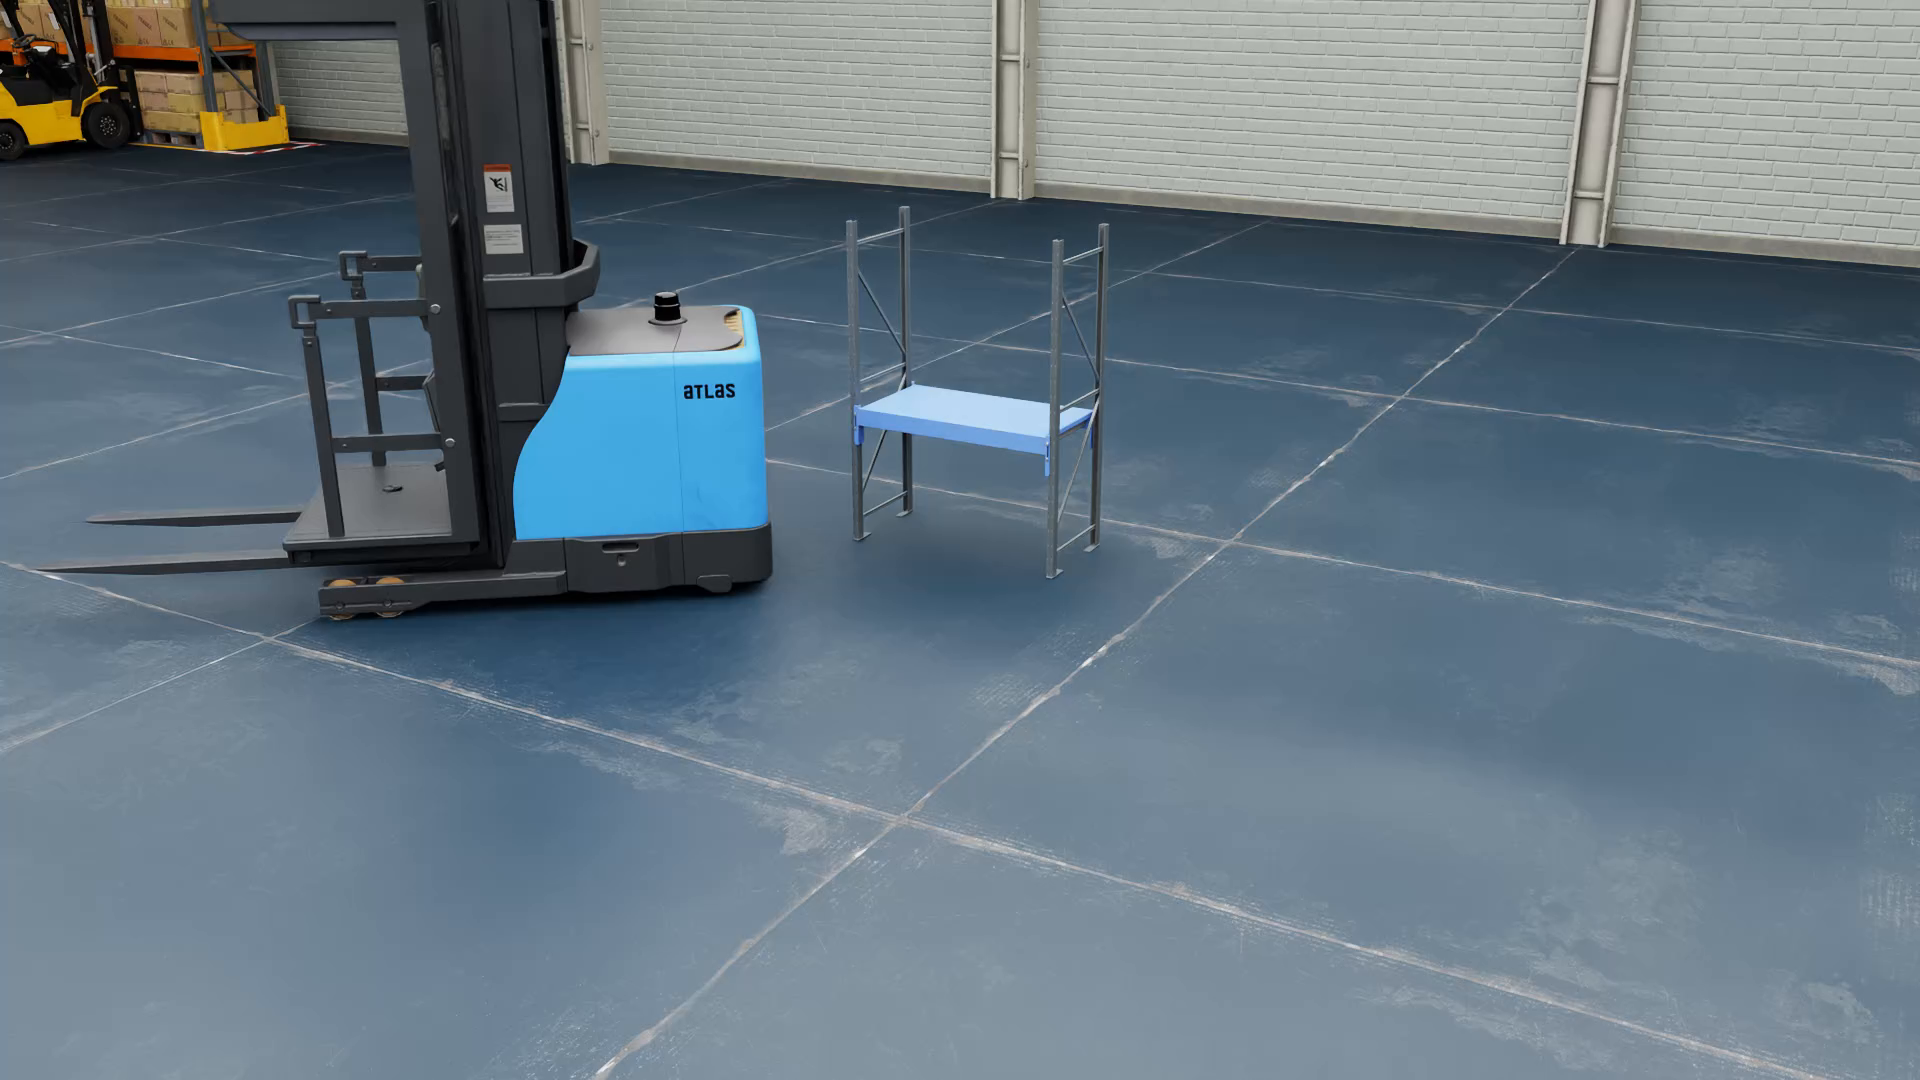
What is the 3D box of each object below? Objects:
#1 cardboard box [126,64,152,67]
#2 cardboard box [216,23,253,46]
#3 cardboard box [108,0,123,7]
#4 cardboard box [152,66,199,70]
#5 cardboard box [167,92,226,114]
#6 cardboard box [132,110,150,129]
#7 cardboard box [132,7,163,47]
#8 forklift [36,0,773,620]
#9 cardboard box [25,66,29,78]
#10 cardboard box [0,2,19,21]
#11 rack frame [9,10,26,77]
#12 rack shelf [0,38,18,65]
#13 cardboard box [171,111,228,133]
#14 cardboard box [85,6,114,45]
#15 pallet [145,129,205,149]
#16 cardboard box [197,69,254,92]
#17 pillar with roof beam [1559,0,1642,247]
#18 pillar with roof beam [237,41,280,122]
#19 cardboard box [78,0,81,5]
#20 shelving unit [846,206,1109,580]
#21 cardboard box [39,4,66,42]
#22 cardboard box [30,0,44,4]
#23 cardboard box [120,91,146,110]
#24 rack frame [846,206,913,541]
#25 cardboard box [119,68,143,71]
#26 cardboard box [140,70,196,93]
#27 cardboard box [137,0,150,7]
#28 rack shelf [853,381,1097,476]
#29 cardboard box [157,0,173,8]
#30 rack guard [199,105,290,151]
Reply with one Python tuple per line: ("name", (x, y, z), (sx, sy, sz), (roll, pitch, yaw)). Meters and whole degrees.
("cardboard box", (-11.813, -6.633, 23.703), (0.500, 0.250, 0.500), (11, 23, 28))
("cardboard box", (-10.027, -6.997, 22.610), (0.500, 0.500, 0.500), (12, 23, 29))
("cardboard box", (-11.301, -7.318, 22.541), (0.250, 0.149, 0.380), (11, 23, 28))
("cardboard box", (-10.926, -6.465, 23.239), (0.500, 0.250, 0.500), (11, 22, 27))
("cardboard box", (-10.307, -5.913, 22.451), (0.500, 0.250, 0.500), (10, 22, 27))
("cardboard box", (-11.156, -5.846, 22.998), (0.500, 0.250, 0.500), (11, 23, 28))
("cardboard box", (-10.736, -6.925, 22.410), (0.500, 0.500, 0.500), (12, 23, 29))
("forklift", (-2.378, -1.236, 6.973), (3.031, 2.935, 1.130), (-3, 20, -8))
("cardboard box", (-12.952, -6.652, 23.753), (0.500, 0.250, 0.500), (10, 22, 26))
("cardboard box", (-13.775, -7.621, 23.961), (0.500, 0.250, 0.500), (10, 22, 26))
("rack frame", (-13.222, -7.451, 24.006), (0.127, 3.000, 1.000), (11, 23, 27))
("rack shelf", (-14.968, -7.445, 25.045), (4.000, 0.370, 1.077), (11, 23, 27))
("cardboard box", (-10.294, -5.674, 22.525), (0.500, 0.250, 0.500), (11, 23, 28))
("cardboard box", (-11.627, -7.090, 22.867), (0.500, 0.500, 0.500), (11, 23, 28))
("pallet", (-10.418, -5.589, 22.964), (1.213, 0.211, 1.003), (11, 23, 27))
("cardboard box", (-10.057, -6.296, 22.774), (0.500, 0.250, 0.500), (10, 22, 26))
("pillar with roof beam", (3.717, -5.715, 10.423), (0.400, 9.000, 9.100), (11, 23, 27))
("pillar with roof beam", (-11.997, -8.708, 18.675), (0.400, 9.000, 9.100), (11, 23, 27))
("cardboard box", (-11.968, -7.450, 22.906), (0.250, 0.149, 0.380), (10, 22, 26))
("shelving unit", (0.074, -0.691, 7.570), (1.048, 1.500, 0.538), (11, 23, 27))
("cardboard box", (-12.499, -7.264, 23.346), (0.500, 0.500, 0.500), (11, 23, 28))
("cardboard box", (-12.845, -7.629, 23.399), (0.250, 0.149, 0.380), (11, 23, 29))
("cardboard box", (-11.201, -6.079, 22.909), (0.500, 0.250, 0.500), (10, 22, 26))
("rack frame", (-0.369, -0.775, 7.803), (0.032, 1.500, 0.500), (11, 23, 27))
("cardboard box", (-11.616, -6.395, 23.045), (0.500, 0.250, 0.500), (10, 22, 26))
("cardboard box", (-10.732, -6.227, 22.583), (0.500, 0.250, 0.500), (11, 23, 28))
("cardboard box", (-10.814, -7.251, 22.358), (0.250, 0.149, 0.380), (11, 22, 27))
("rack shelf", (0.074, -0.522, 7.632), (1.000, 0.185, 0.538), (11, 23, 27))
("cardboard box", (-10.407, -7.145, 22.066), (0.250, 0.149, 0.380), (11, 23, 28))
("rack guard", (-9.709, -5.606, 22.587), (0.348, 0.500, 1.175), (11, 23, 27))
